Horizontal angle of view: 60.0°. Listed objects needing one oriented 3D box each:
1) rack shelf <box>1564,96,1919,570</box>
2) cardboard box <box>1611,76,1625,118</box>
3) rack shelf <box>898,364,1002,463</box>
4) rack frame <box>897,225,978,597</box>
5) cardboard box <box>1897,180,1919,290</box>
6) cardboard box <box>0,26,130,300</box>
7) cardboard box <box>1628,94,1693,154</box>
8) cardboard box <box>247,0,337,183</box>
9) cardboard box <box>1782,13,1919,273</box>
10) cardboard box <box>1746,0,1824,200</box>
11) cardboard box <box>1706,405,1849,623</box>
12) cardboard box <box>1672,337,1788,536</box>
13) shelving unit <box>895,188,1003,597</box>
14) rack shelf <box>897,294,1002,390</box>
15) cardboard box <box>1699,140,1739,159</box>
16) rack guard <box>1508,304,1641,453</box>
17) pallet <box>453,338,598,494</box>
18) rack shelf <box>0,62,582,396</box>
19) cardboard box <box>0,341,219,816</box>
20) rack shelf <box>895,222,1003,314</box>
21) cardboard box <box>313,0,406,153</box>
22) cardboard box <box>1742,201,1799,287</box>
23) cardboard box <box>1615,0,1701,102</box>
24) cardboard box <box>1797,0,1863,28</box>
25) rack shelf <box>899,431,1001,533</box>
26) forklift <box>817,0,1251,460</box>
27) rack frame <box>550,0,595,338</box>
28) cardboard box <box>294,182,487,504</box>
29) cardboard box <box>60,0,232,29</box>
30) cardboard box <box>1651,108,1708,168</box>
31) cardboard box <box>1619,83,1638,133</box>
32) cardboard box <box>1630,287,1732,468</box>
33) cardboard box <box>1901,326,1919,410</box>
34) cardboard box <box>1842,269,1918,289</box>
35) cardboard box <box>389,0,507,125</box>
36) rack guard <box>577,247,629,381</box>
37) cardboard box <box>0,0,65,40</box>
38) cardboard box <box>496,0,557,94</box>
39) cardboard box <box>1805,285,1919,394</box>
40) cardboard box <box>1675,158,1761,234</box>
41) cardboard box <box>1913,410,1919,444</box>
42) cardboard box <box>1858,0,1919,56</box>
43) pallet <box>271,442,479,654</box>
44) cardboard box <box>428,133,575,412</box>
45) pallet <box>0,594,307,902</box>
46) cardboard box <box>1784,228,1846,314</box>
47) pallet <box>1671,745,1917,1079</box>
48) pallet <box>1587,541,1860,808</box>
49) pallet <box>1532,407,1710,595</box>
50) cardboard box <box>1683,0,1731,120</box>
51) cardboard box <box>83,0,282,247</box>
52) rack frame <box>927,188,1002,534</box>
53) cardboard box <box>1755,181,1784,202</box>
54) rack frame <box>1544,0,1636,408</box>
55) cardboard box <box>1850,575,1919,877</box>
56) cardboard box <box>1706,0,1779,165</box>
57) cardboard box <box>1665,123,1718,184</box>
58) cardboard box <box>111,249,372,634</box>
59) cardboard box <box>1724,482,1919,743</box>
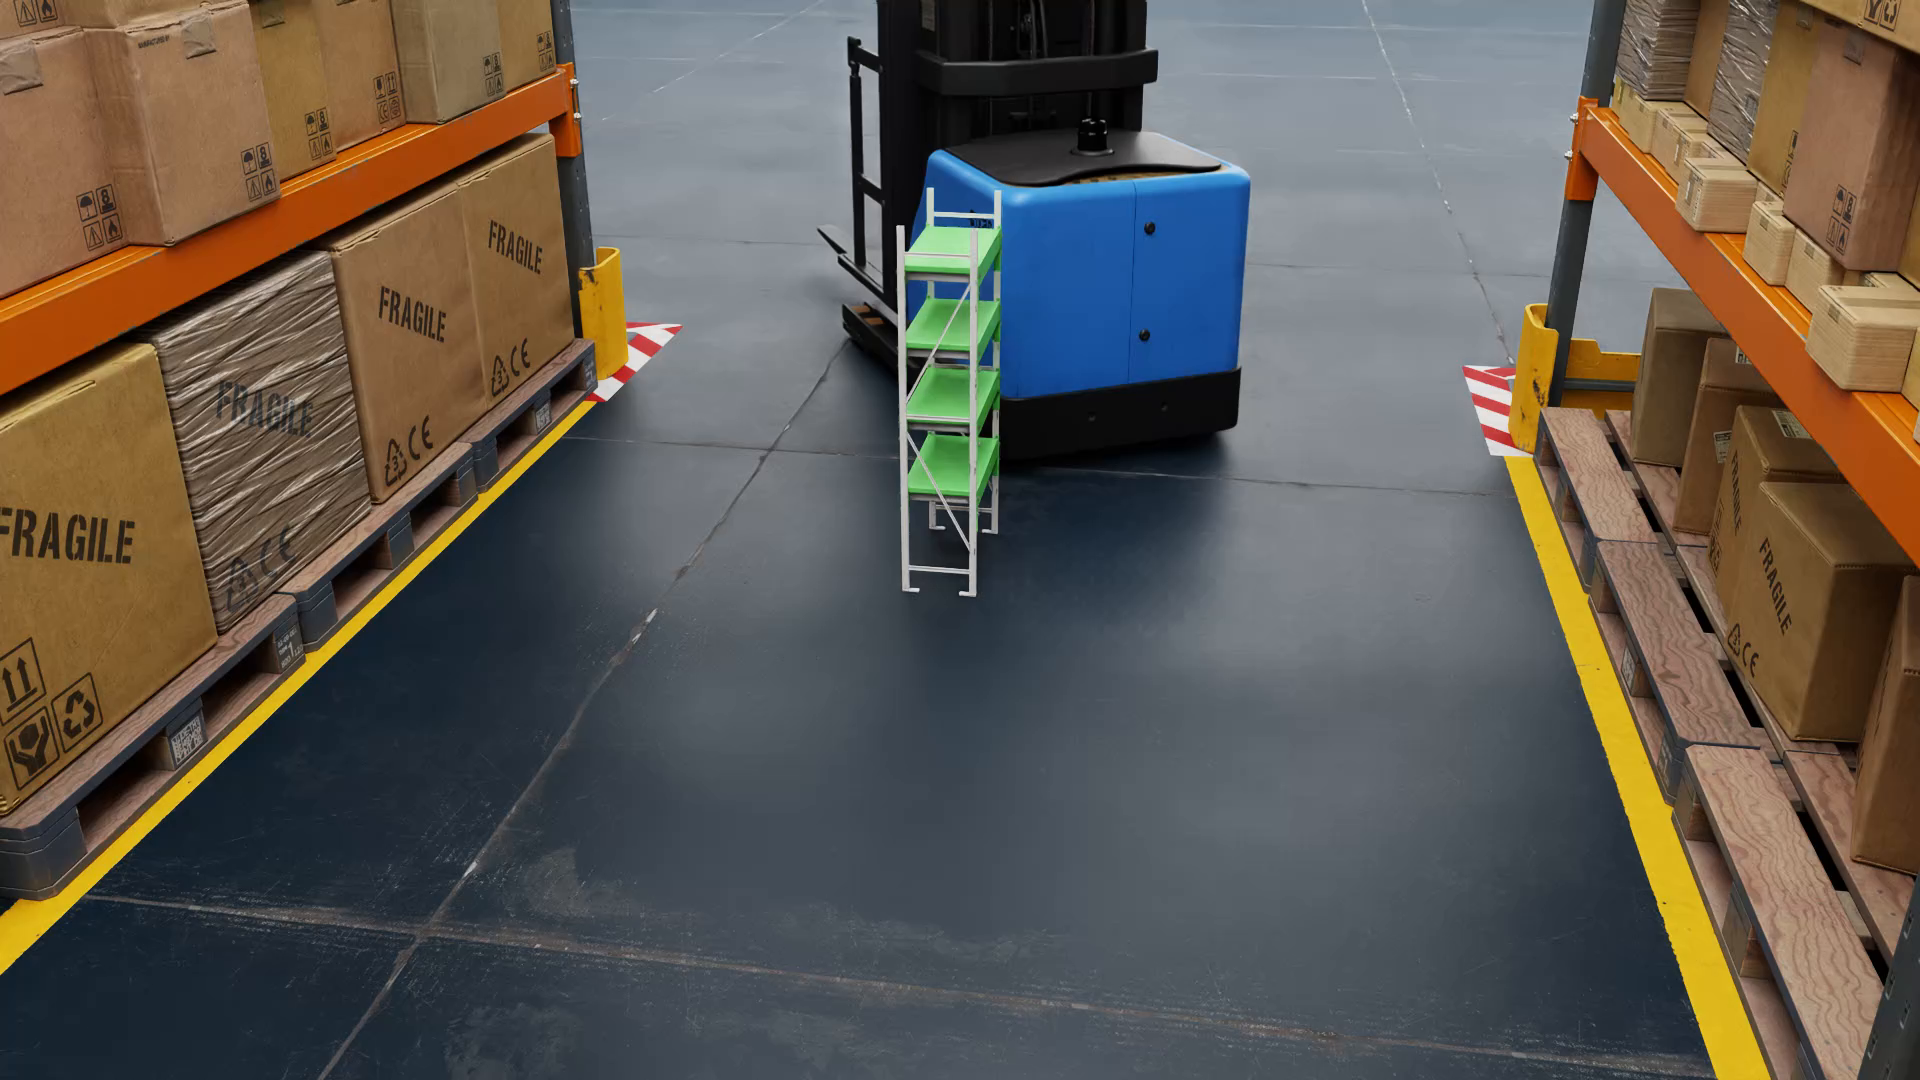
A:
[{"bbox_3d":[2.462,-0.600,4.342,1.077,0.370,4.000,4,25,9],"label":"rack shelf"},{"bbox_3d":[2.507,-1.546,5.811,0.380,0.149,0.250,4,25,9],"label":"cardboard box"},{"bbox_3d":[-0.027,-0.416,5.375,0.258,0.148,0.480,4,25,9],"label":"rack shelf"},{"bbox_3d":[-0.067,-0.372,5.130,0.240,1.200,0.015,4,25,9],"label":"rack frame"},{"bbox_3d":[2.386,-0.660,3.153,0.875,0.500,0.500,4,25,9],"label":"cardboard box"},{"bbox_3d":[-2.626,-0.930,4.022,0.875,0.550,0.550,4,25,9],"label":"cardboard box"},{"bbox_3d":[2.391,-1.339,5.369,0.380,0.149,0.250,4,25,9],"label":"cardboard box"},{"bbox_3d":[-2.434,-1.376,4.975,0.875,0.550,0.500,4,25,9],"label":"cardboard box"},{"bbox_3d":[2.368,-0.876,3.615,0.875,0.500,0.500,4,25,9],"label":"cardboard box"},{"bbox_3d":[2.491,-1.082,4.055,0.875,0.500,0.500,4,25,9],"label":"cardboard box"},{"bbox_3d":[2.485,-0.048,4.766,0.500,0.500,0.500,6,26,13],"label":"cardboard box"},{"bbox_3d":[2.606,-0.308,5.323,0.500,0.500,0.500,11,27,22],"label":"cardboard box"},{"bbox_3d":[-0.027,-0.474,5.348,0.258,1.200,0.503,4,25,9],"label":"shelving unit"},{"bbox_3d":[-0.027,-0.634,5.273,0.258,0.148,0.480,4,25,9],"label":"rack shelf"},{"bbox_3d":[2.309,-1.023,4.693,0.380,0.149,0.250,4,25,9],"label":"cardboard box"},{"bbox_3d":[2.776,-0.598,6.439,1.175,0.500,0.348,4,25,9],"label":"rack guard"},{"bbox_3d":[-2.142,-0.545,6.666,1.003,0.211,1.213,4,25,9],"label":"pallet"},{"bbox_3d":[-2.415,-0.986,5.167,1.077,0.370,4.000,4,25,9],"label":"rack shelf"},{"bbox_3d":[-2.570,0.039,4.140,0.875,0.875,0.875,4,25,9],"label":"cardboard box"},{"bbox_3d":[-0.027,-0.851,5.171,0.258,0.148,0.480,4,25,9],"label":"rack shelf"},{"bbox_3d":[-2.388,-1.601,5.455,0.875,0.550,0.550,4,25,9],"label":"cardboard box"},{"bbox_3d":[2.140,-0.712,4.030,0.380,0.149,0.250,4,25,9],"label":"cardboard box"},{"bbox_3d":[2.672,-1.714,5.405,0.875,0.500,0.500,4,25,9],"label":"cardboard box"},{"bbox_3d":[2.100,-1.348,3.443,0.500,0.500,0.500,4,25,9],"label":"cardboard box"},{"bbox_3d":[-0.027,-0.199,5.477,0.258,0.148,0.480,4,25,9],"label":"rack shelf"},{"bbox_3d":[0.101,-2.228,7.052,1.130,2.935,3.031,-9,27,-19],"label":"forklift"},{"bbox_3d":[-2.088,-2.148,6.801,1.000,3.000,0.127,4,25,9],"label":"rack frame"},{"bbox_3d":[-2.276,-0.720,5.760,0.875,0.875,0.875,4,25,8],"label":"cardboard box"},{"bbox_3d":[-2.449,-1.639,4.262,0.875,0.550,0.550,4,25,9],"label":"cardboard box"},{"bbox_3d":[2.371,-1.233,5.143,0.380,0.149,0.250,4,25,9],"label":"cardboard box"},{"bbox_3d":[2.447,-1.443,5.590,0.380,0.149,0.250,4,25,9],"label":"cardboard box"},{"bbox_3d":[2.670,-0.560,5.862,0.500,0.500,0.500,9,27,18],"label":"cardboard box"},{"bbox_3d":[2.030,-0.290,3.128,0.380,0.149,0.250,4,25,9],"label":"cardboard box"},{"bbox_3d":[2.132,-0.498,3.572,0.380,0.149,0.250,4,25,9],"label":"cardboard box"},{"bbox_3d":[-2.172,-1.826,5.937,0.875,0.550,0.550,4,25,9],"label":"cardboard box"},{"bbox_3d":[-2.084,-1.026,7.353,1.175,0.500,0.348,4,25,9],"label":"rack guard"},{"bbox_3d":[-2.673,-1.422,3.800,0.875,0.550,0.550,4,25,9],"label":"cardboard box"},{"bbox_3d":[-2.104,-2.058,6.431,0.875,0.550,0.550,4,25,9],"label":"cardboard box"},{"bbox_3d":[1.961,-0.403,3.368,0.380,0.149,0.250,4,25,9],"label":"cardboard box"},{"bbox_3d":[2.166,-0.925,4.485,0.380,0.149,0.250,4,25,9],"label":"cardboard box"},{"bbox_3d":[1.930,-0.190,2.914,0.380,0.149,0.250,4,25,9],"label":"cardboard box"},{"bbox_3d":[2.017,-1.139,2.996,0.500,0.500,0.500,4,25,9],"label":"cardboard box"},{"bbox_3d":[-2.343,-0.037,5.580,1.003,0.211,1.213,4,25,9],"label":"pallet"},{"bbox_3d":[-2.134,-1.088,6.547,0.875,0.875,0.875,4,25,9],"label":"cardboard box"},{"bbox_3d":[-2.540,0.475,4.486,1.003,0.211,1.213,4,25,9],"label":"pallet"},{"bbox_3d":[2.133,-0.605,3.801,0.380,0.149,0.250,4,25,9],"label":"cardboard box"},{"bbox_3d":[2.210,0.890,3.599,1.003,0.211,1.213,4,25,9],"label":"pallet"},{"bbox_3d":[2.407,0.378,4.692,1.003,0.211,1.213,4,25,9],"label":"pallet"},{"bbox_3d":[2.609,-0.130,5.779,1.003,0.211,1.213,4,25,9],"label":"pallet"},{"bbox_3d":[2.708,-1.497,4.941,0.875,0.500,0.500,4,25,9],"label":"cardboard box"},{"bbox_3d":[-2.421,-1.148,4.487,0.875,0.550,0.550,4,25,9],"label":"cardboard box"},{"bbox_3d":[0.013,-0.576,5.566,0.240,1.200,0.015,4,25,9],"label":"rack frame"},{"bbox_3d":[2.256,-0.812,4.242,0.380,0.149,0.250,4,25,9],"label":"cardboard box"},{"bbox_3d":[2.789,-1.762,5.977,1.000,3.000,0.127,4,25,9],"label":"rack frame"},{"bbox_3d":[2.326,0.448,3.708,0.500,0.500,0.500,13,28,25],"label":"cardboard box"},{"bbox_3d":[2.584,-1.291,4.500,0.875,0.500,0.500,4,25,9],"label":"cardboard box"},{"bbox_3d":[2.323,-1.129,4.920,0.380,0.149,0.250,4,25,9],"label":"cardboard box"},{"bbox_3d":[-2.427,-0.339,4.946,0.875,0.875,0.875,4,25,9],"label":"cardboard box"},{"bbox_3d":[2.350,0.183,4.274,0.500,0.500,0.500,2,25,4],"label":"cardboard box"}]
